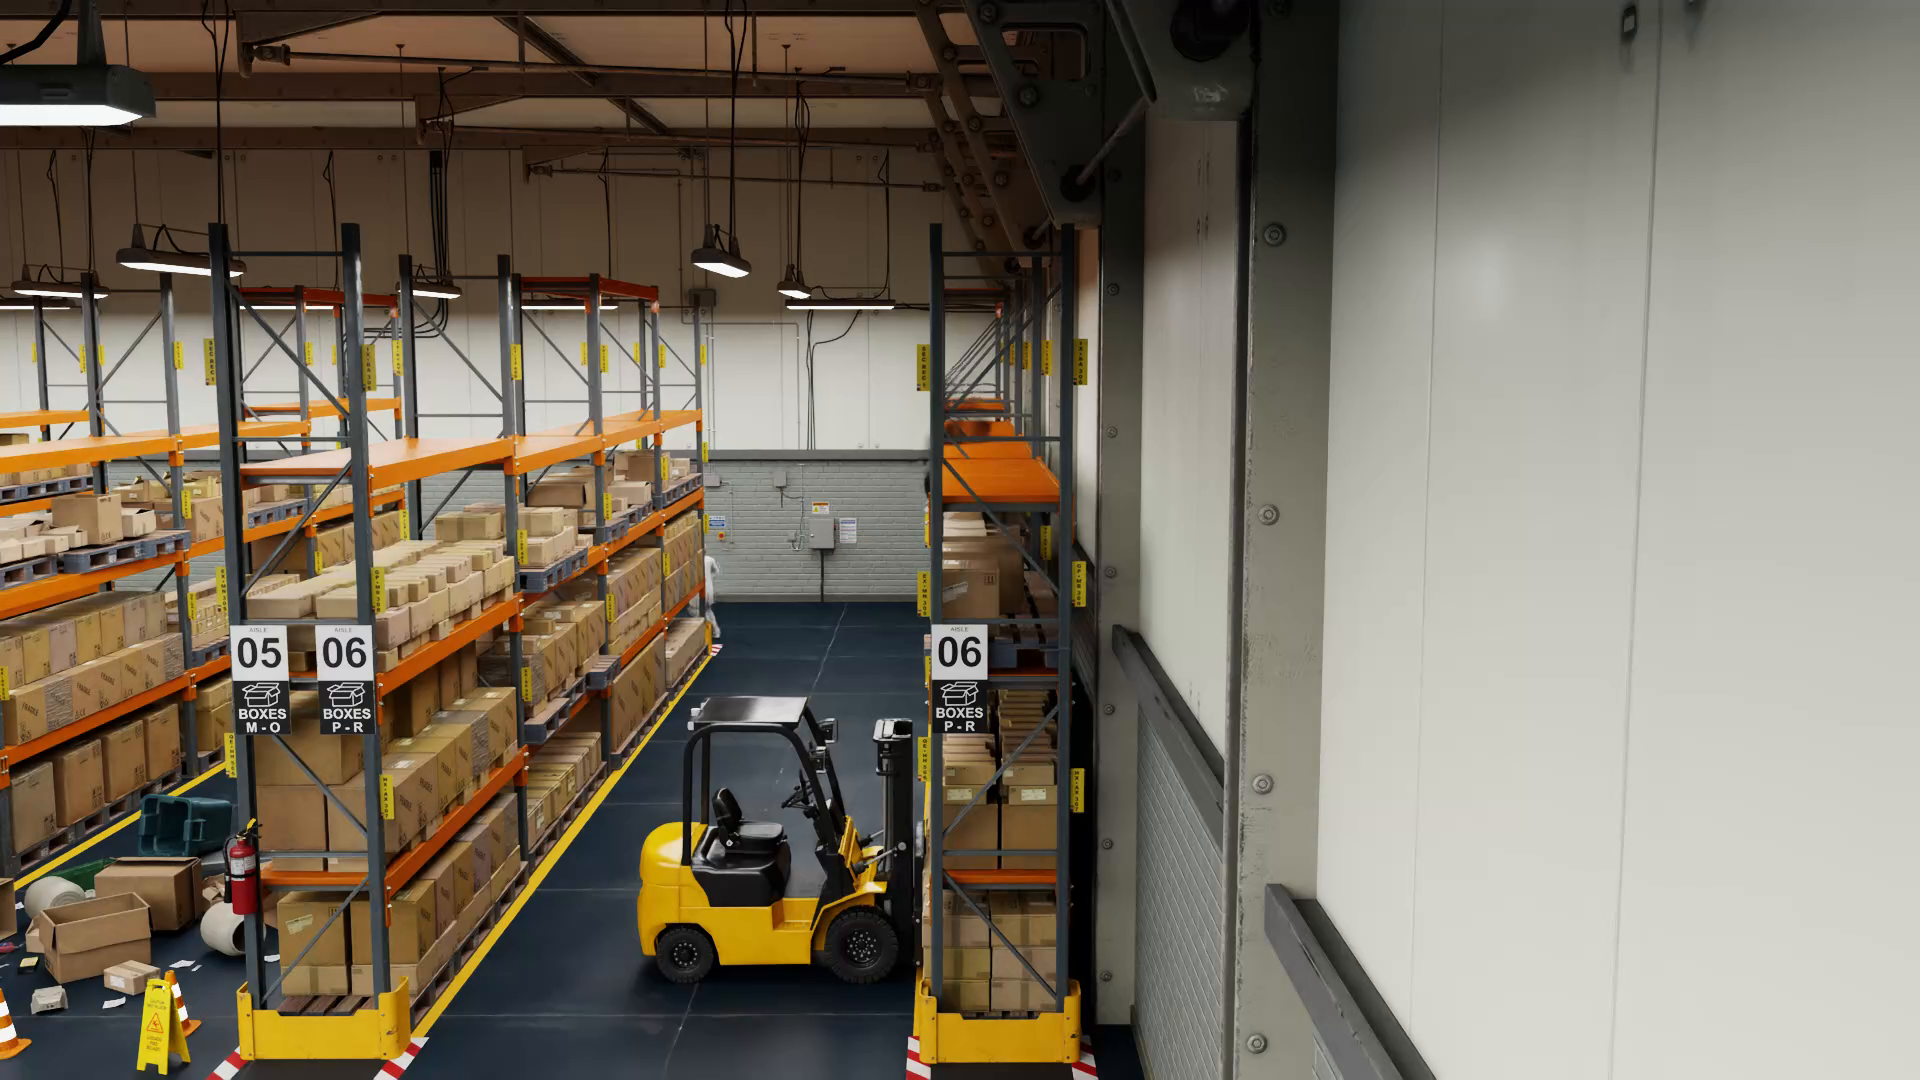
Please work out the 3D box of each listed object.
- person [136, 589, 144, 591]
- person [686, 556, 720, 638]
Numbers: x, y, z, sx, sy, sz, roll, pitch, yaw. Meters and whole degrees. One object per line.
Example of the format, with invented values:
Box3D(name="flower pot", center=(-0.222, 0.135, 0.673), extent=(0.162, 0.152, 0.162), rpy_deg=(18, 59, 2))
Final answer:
Box3D(name="person", center=(-11.888, 1.536, 24.109), extent=(0.582, 1.643, 0.635), rpy_deg=(-1, 7, -11))
Box3D(name="person", center=(-4.593, 0.899, 29.304), extent=(0.545, 1.712, 0.773), rpy_deg=(5, 8, 38))
